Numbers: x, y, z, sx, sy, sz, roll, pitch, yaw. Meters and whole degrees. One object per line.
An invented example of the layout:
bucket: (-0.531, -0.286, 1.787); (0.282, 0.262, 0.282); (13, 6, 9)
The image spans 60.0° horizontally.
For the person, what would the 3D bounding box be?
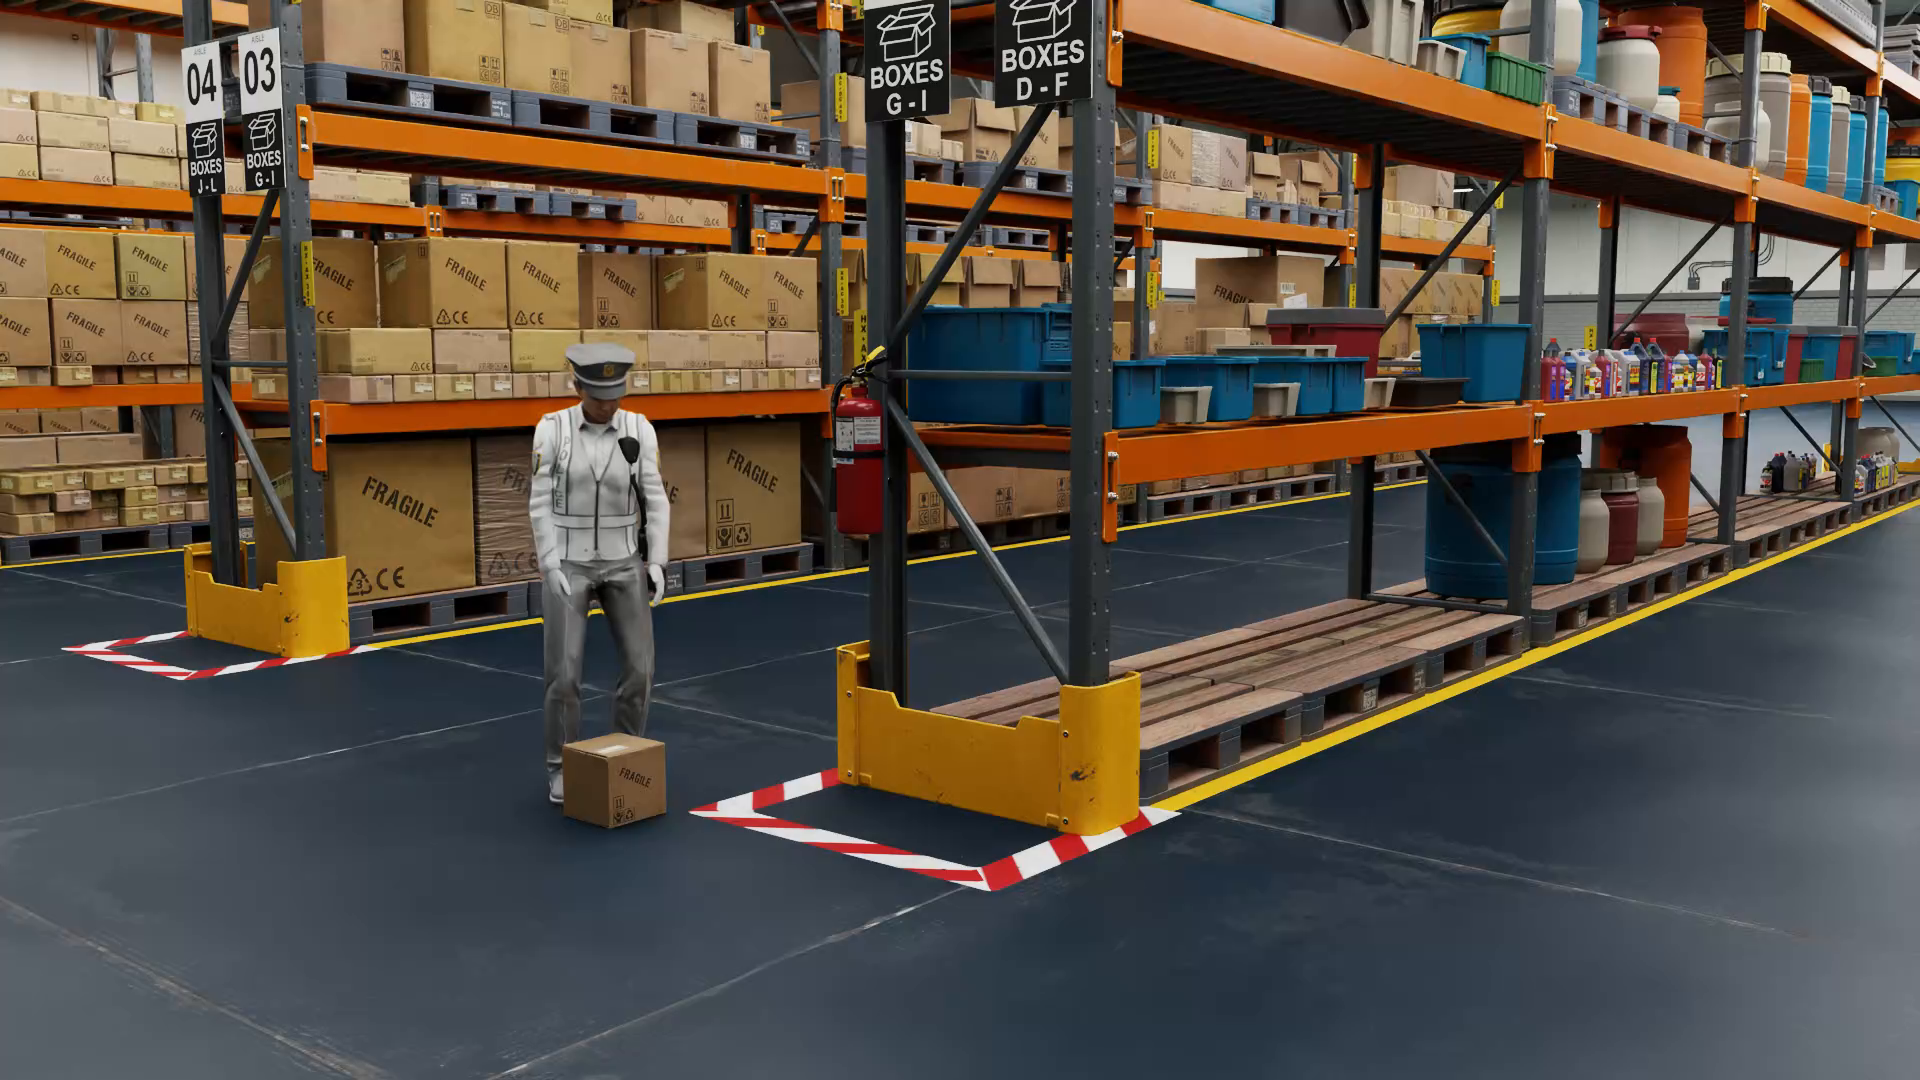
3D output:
person: (-1.277, 0.116, 5.942); (0.496, 1.635, 0.428); (-2, 7, -19)
